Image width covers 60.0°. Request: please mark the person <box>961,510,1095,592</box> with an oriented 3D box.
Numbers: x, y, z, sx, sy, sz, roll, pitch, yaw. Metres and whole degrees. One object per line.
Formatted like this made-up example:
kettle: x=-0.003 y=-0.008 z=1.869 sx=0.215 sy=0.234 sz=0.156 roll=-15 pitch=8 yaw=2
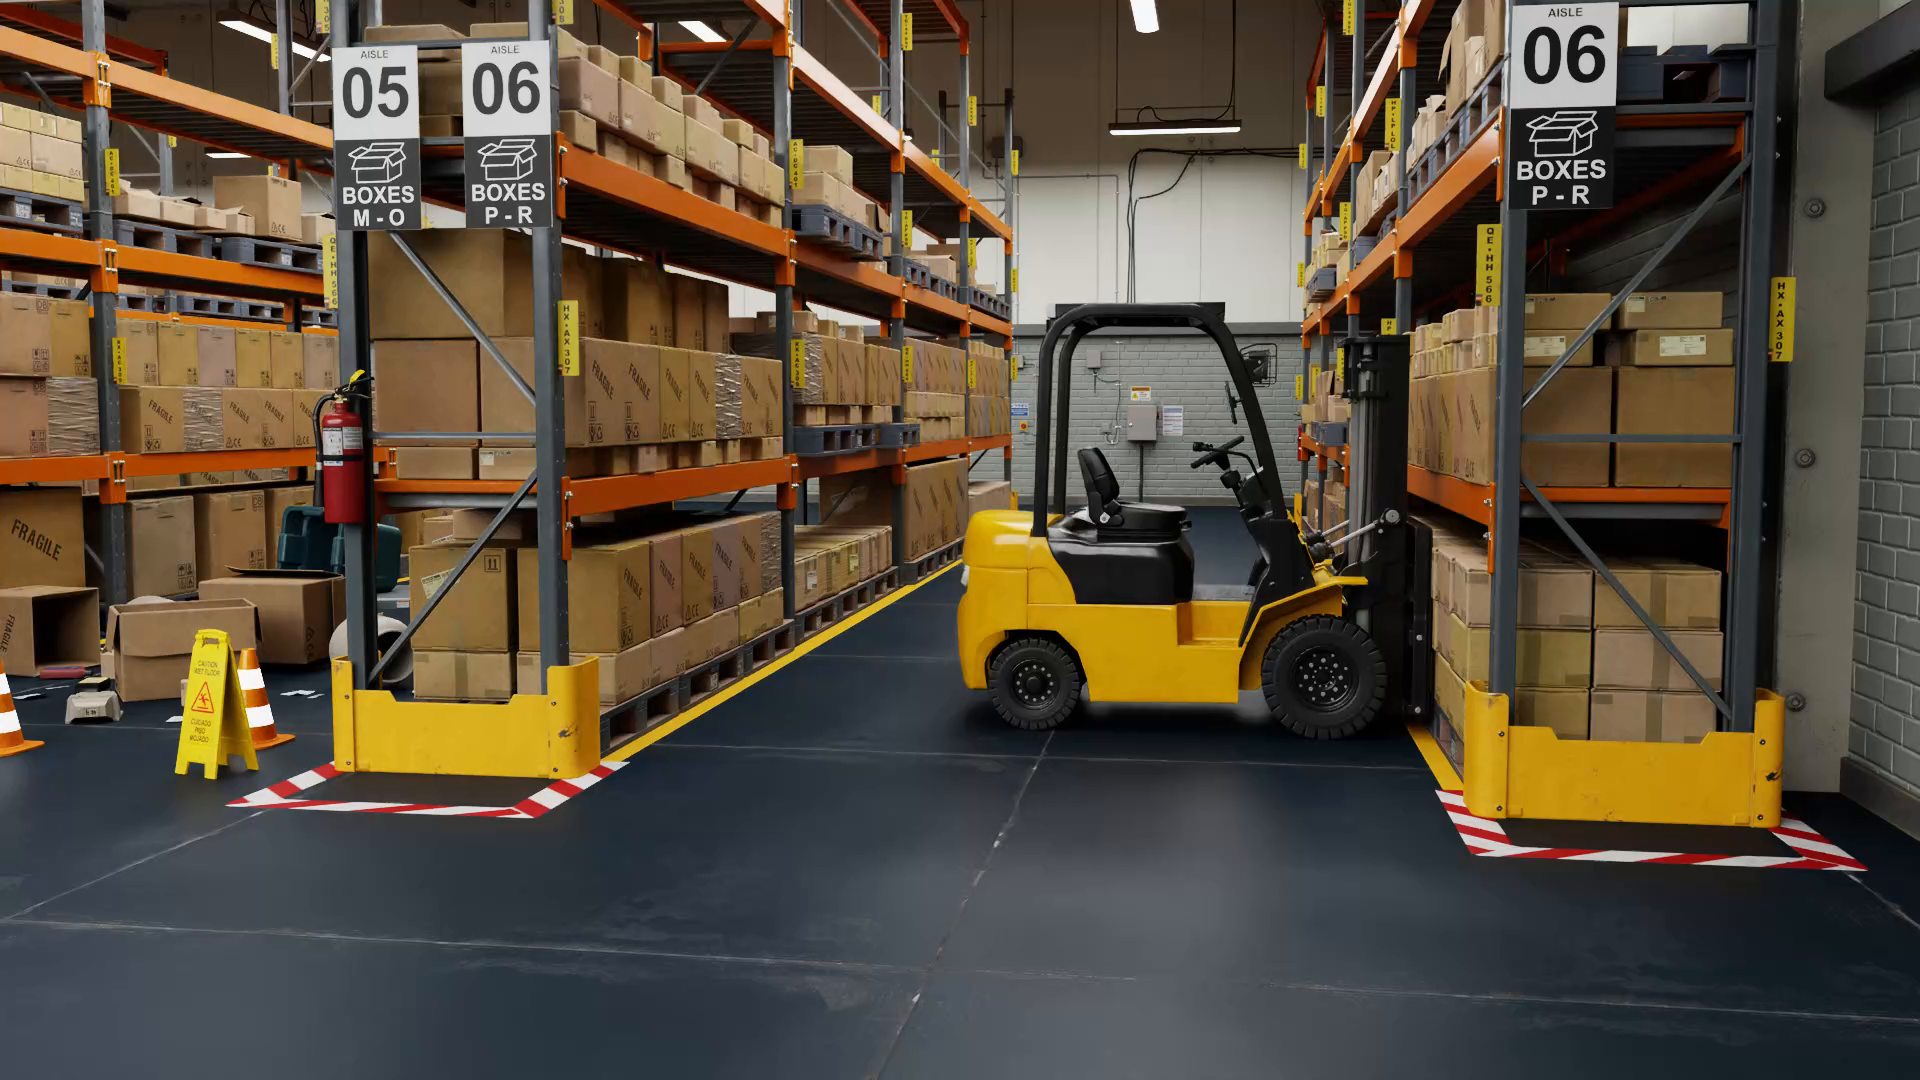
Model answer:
person: x=0.465 y=0.306 z=10.576 sx=0.894 sy=0.994 sz=0.584 roll=1 pitch=4 yaw=8
